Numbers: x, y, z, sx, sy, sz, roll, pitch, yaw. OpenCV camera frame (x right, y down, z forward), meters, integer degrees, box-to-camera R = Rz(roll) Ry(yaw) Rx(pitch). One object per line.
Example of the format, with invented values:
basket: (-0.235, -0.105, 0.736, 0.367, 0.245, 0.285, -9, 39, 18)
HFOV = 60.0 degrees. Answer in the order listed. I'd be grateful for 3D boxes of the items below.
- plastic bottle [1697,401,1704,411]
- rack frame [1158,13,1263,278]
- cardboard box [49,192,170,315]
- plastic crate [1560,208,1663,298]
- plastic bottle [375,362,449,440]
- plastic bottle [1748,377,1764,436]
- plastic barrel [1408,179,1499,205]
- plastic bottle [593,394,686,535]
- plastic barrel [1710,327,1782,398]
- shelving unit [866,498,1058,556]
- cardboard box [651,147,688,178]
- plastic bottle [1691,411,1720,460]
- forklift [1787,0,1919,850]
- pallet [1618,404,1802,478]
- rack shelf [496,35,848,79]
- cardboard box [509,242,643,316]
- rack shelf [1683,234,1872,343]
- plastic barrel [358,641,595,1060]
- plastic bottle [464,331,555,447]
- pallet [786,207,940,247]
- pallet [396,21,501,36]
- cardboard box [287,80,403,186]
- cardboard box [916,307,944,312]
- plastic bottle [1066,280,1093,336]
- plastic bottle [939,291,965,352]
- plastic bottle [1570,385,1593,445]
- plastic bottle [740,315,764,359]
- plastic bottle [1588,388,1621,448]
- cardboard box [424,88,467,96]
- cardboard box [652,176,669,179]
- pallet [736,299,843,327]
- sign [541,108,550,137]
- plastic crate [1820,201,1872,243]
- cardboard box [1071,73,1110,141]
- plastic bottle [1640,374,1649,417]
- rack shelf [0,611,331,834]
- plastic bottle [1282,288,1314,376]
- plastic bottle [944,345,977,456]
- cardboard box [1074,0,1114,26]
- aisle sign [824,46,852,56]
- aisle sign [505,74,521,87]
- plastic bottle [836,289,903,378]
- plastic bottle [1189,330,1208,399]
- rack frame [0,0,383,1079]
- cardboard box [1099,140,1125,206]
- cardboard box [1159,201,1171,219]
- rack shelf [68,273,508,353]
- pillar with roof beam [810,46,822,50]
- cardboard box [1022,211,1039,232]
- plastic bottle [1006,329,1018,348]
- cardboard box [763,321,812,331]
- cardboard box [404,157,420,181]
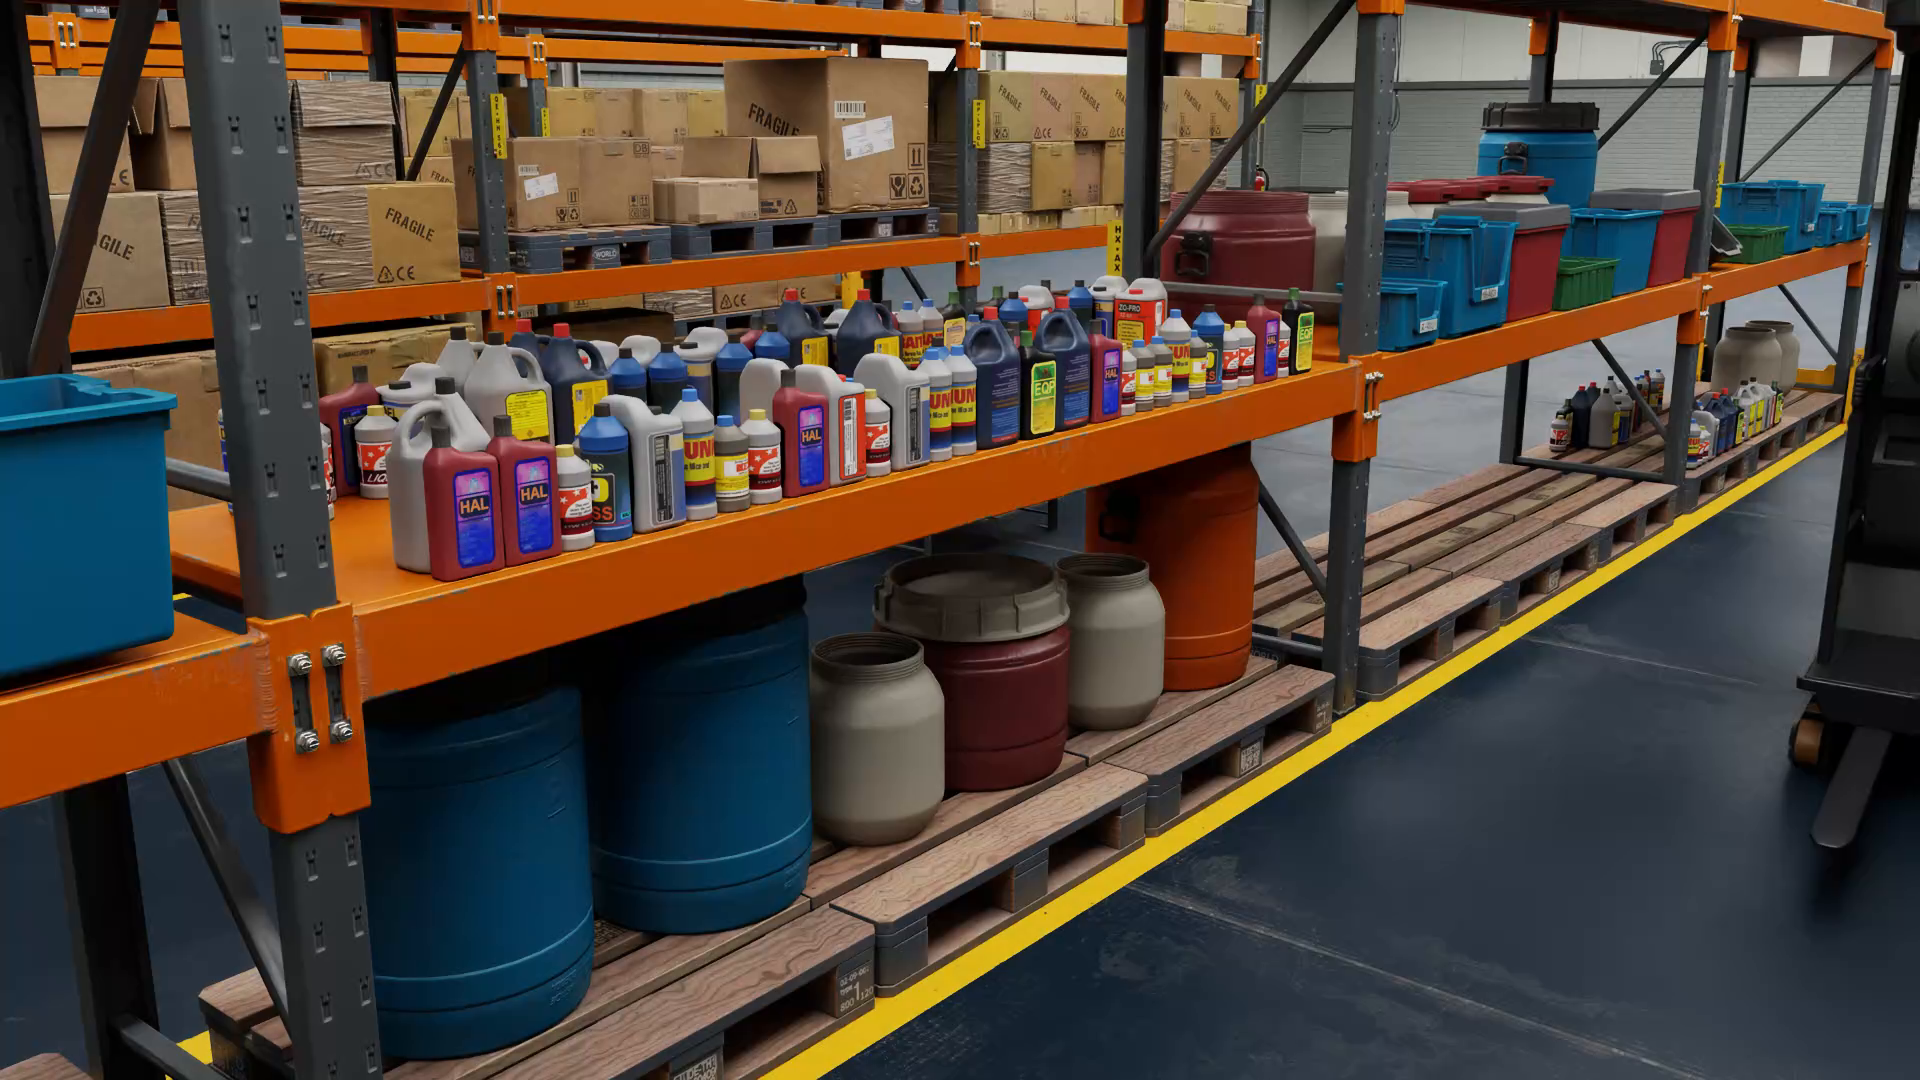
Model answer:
plastic bottle: (4.378, -0.687, 9.882, 0.097, 0.271, 0.097, 0, 14, 0)
rack frame: (2.213, -3.192, 15.094, 1.000, 3.000, 0.127, 11, 18, 38)
cardboard box: (-3.895, -1.283, 7.379, 0.500, 0.500, 0.500, 12, 18, 39)
plastic crate: (3.100, -1.392, 8.043, 0.392, 0.384, 0.575, 11, 18, 38)
plastic bottle: (-1.251, -0.262, 3.816, 0.152, 0.276, 0.135, 11, 18, 38)
plastic bottle: (4.884, -0.832, 10.292, 0.144, 0.351, 0.185, 12, 19, 40)
plastic barrel: (2.318, -1.435, 7.904, 0.433, 0.535, 0.433, 0, 14, 0)
plastic bottle: (-0.660, -0.167, 3.439, 0.152, 0.276, 0.135, 11, 18, 38)
plastic barrel: (5.396, -1.189, 11.411, 0.421, 0.512, 0.421, 0, 14, 0)
shelving unit: (-0.004, -0.544, 8.479, 0.538, 1.125, 1.048, 11, 18, 38)
cardboard box: (-3.114, -3.552, 16.207, 0.875, 0.550, 0.550, 11, 18, 38)
plastic bottle: (4.274, -0.612, 9.577, 0.152, 0.276, 0.135, 12, 19, 40)
forklift: (3.437, -0.648, 5.219, 1.130, 2.935, 3.031, 9, 17, 33)
pallet: (4.772, -0.664, 10.810, 1.003, 0.211, 1.213, 11, 18, 38)
rack shelf: (-2.839, -4.701, 16.403, 1.077, 0.370, 4.000, 11, 18, 38)
cardboard box: (-3.646, -2.496, 15.818, 0.875, 0.875, 0.875, 12, 18, 38)
rack shelf: (4.808, -1.693, 10.658, 1.077, 0.370, 4.000, 11, 18, 38)
plastic barrel: (-1.122, 0.585, 3.637, 0.600, 0.901, 0.708, 11, 18, 38)
plastic bottle: (-1.042, -0.308, 3.841, 0.144, 0.351, 0.185, 11, 18, 38)
pallet: (-0.895, -2.209, 11.615, 1.003, 0.211, 1.213, 11, 18, 38)
pallet: (-4.634, -4.390, 14.110, 0.805, 0.209, 1.217, 10, 18, 35)
cardboard box: (-3.288, -2.057, 8.386, 0.797, 0.503, 0.637, 12, 19, 39)
cardboard box: (-0.019, -1.488, 12.612, 0.500, 0.500, 0.500, 11, 18, 36)
plastic bottle: (0.419, -0.780, 5.862, 0.097, 0.271, 0.097, 0, 14, 0)
plastic bottle: (-0.042, -0.652, 5.335, 0.061, 0.283, 0.133, 11, 18, 38)
plastic bottle: (3.731, -0.756, 9.995, 0.144, 0.351, 0.185, 11, 18, 36)
plastic bottle: (-0.594, -0.484, 4.673, 0.061, 0.283, 0.133, 11, 18, 38)
plastic bottle: (3.844, -0.734, 9.907, 0.144, 0.351, 0.185, 11, 18, 38)
cardboard box: (-6.211, -5.061, 19.617, 0.700, 0.500, 0.500, 11, 18, 37)
cardboard box: (-1.978, -2.159, 10.450, 0.396, 0.266, 0.258, 11, 18, 36)
pallet: (-2.024, -2.462, 17.885, 1.003, 0.211, 1.213, 11, 18, 38)
sign: (-3.668, -3.653, 14.720, 0.100, 0.325, 0.005, 11, 18, 38)
plastic crate: (5.983, -2.211, 11.536, 0.499, 0.251, 0.616, 11, 18, 38)
cardboard box: (0.807, -3.341, 12.846, 0.500, 0.500, 0.500, 11, 18, 38)
plastic bottle: (4.468, -0.951, 10.924, 0.097, 0.271, 0.097, 0, 14, 0)
rack shelf: (-2.734, 0.605, 1.612, 1.077, 0.370, 4.000, 11, 18, 38)
plastic bottle: (1.114, -0.693, 5.496, 0.061, 0.283, 0.133, 11, 18, 38)
plastic bottle: (-0.007, -0.353, 4.181, 0.097, 0.271, 0.097, 0, 14, 0)
cardboard box: (0.830, -4.049, 12.681, 0.500, 0.250, 0.500, 10, 18, 35)
aisle sign: (-1.304, -5.206, 17.743, 0.394, 0.787, 0.004, 11, 18, 38)
aisle sign: (-5.698, -6.045, 21.047, 0.394, 0.787, 0.004, 11, 18, 38)
plastic bottle: (-0.259, -0.543, 4.768, 0.144, 0.351, 0.185, 11, 18, 38)
plastic bottle: (0.699, -0.534, 5.036, 0.097, 0.201, 0.097, 0, 14, 0)
rack frame: (-1.480, -0.128, 3.033, 0.949, 2.616, 0.053, 11, 18, 38)
cardboard box: (0.953, -2.986, 13.477, 0.875, 0.500, 0.500, 11, 18, 38)
cardboard box: (1.561, -2.793, 14.034, 0.380, 0.149, 0.250, 11, 18, 38)
rack shelf: (-4.073, -0.928, 7.644, 1.077, 0.370, 4.000, 11, 18, 38)
pillar with roof beam: (0.393, -10.038, 29.861, 9.100, 9.000, 0.400, 11, 18, 38)
cardboard box: (0.370, -2.396, 12.475, 0.380, 0.149, 0.250, 11, 18, 38)
plastic bottle: (0.149, -0.423, 4.431, 0.061, 0.283, 0.133, 11, 18, 38)
cardboard box: (-1.019, -1.225, 11.535, 0.700, 0.500, 0.500, 11, 18, 37)
cardboard box: (-4.851, -2.926, 13.846, 0.500, 0.500, 0.500, 11, 18, 38)
